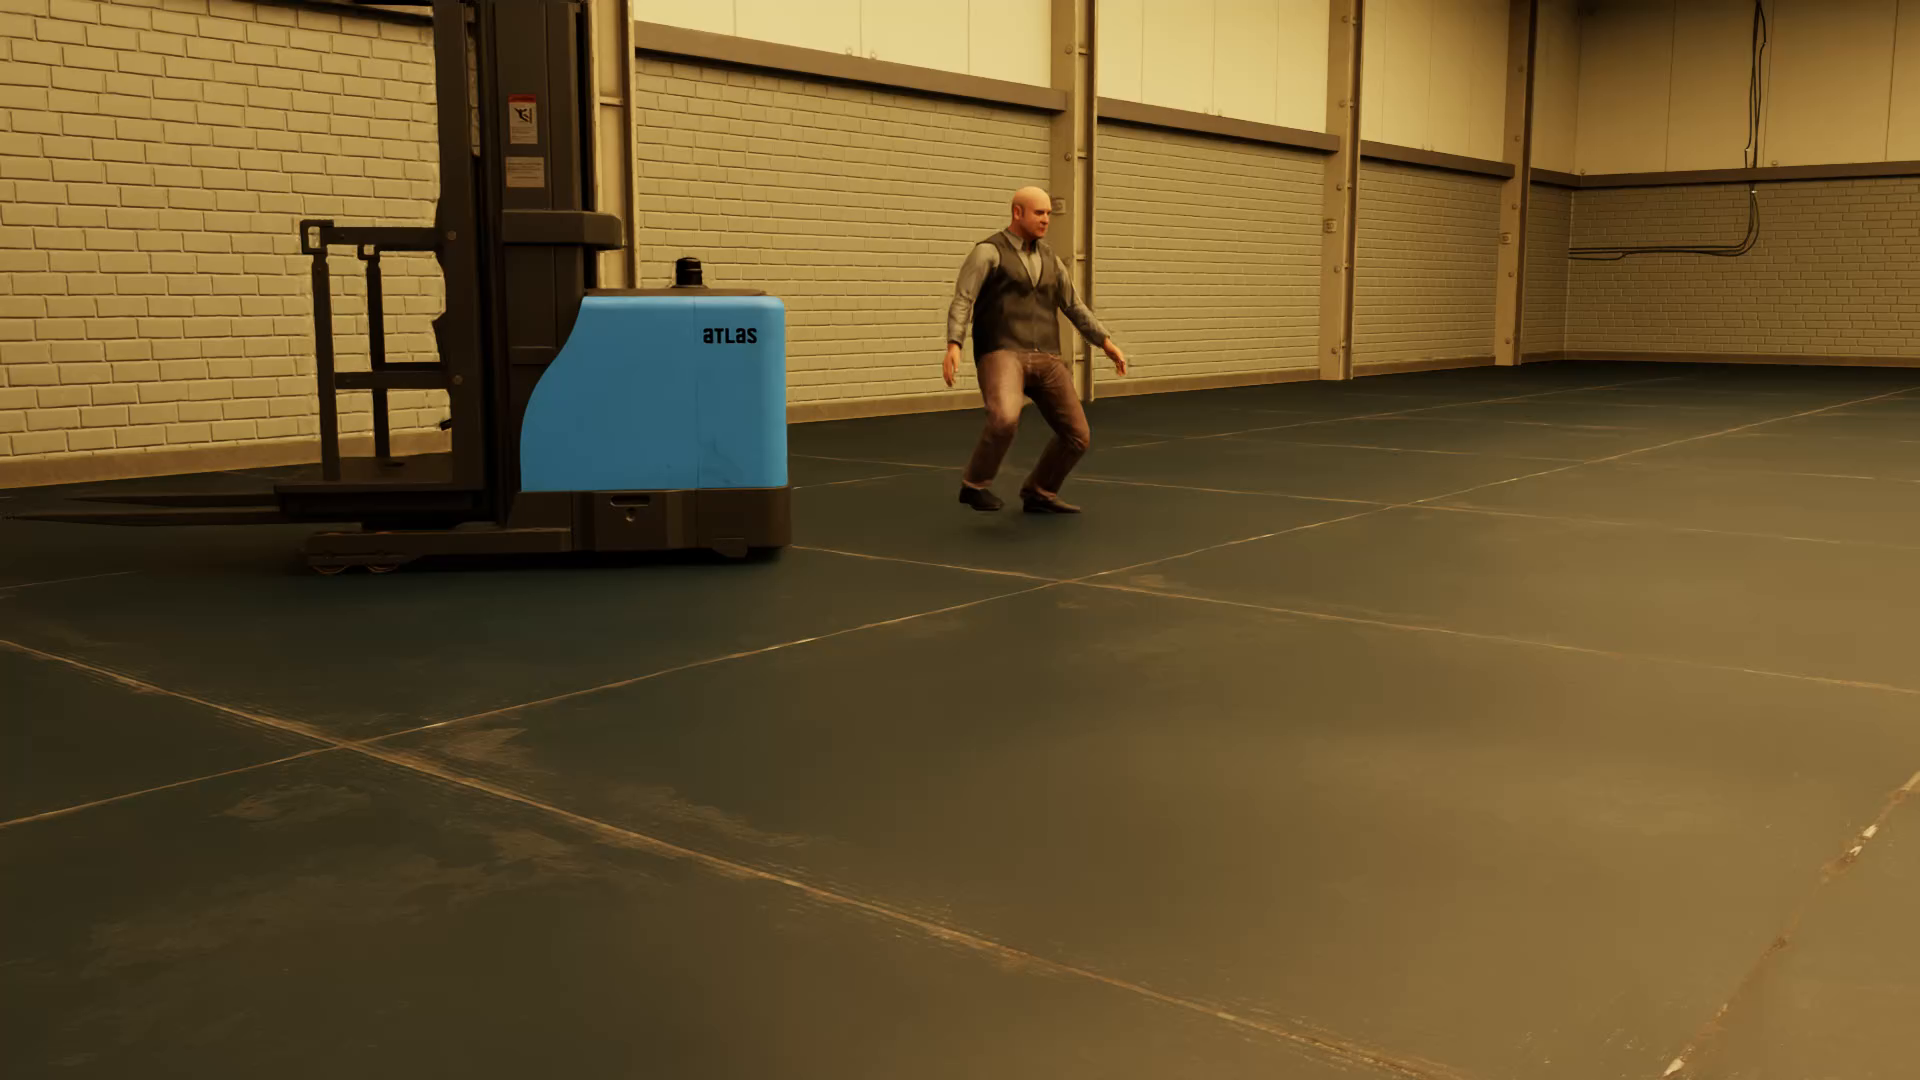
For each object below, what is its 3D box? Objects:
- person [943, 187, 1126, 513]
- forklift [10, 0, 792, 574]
[{"bbox_3d":[0.326,-0.872,7.942,0.927,1.607,0.636,-5,10,-31],"label":"person"},{"bbox_3d":[-2.251,-1.398,6.833,3.031,2.935,1.130,-1,8,-8],"label":"forklift"}]
